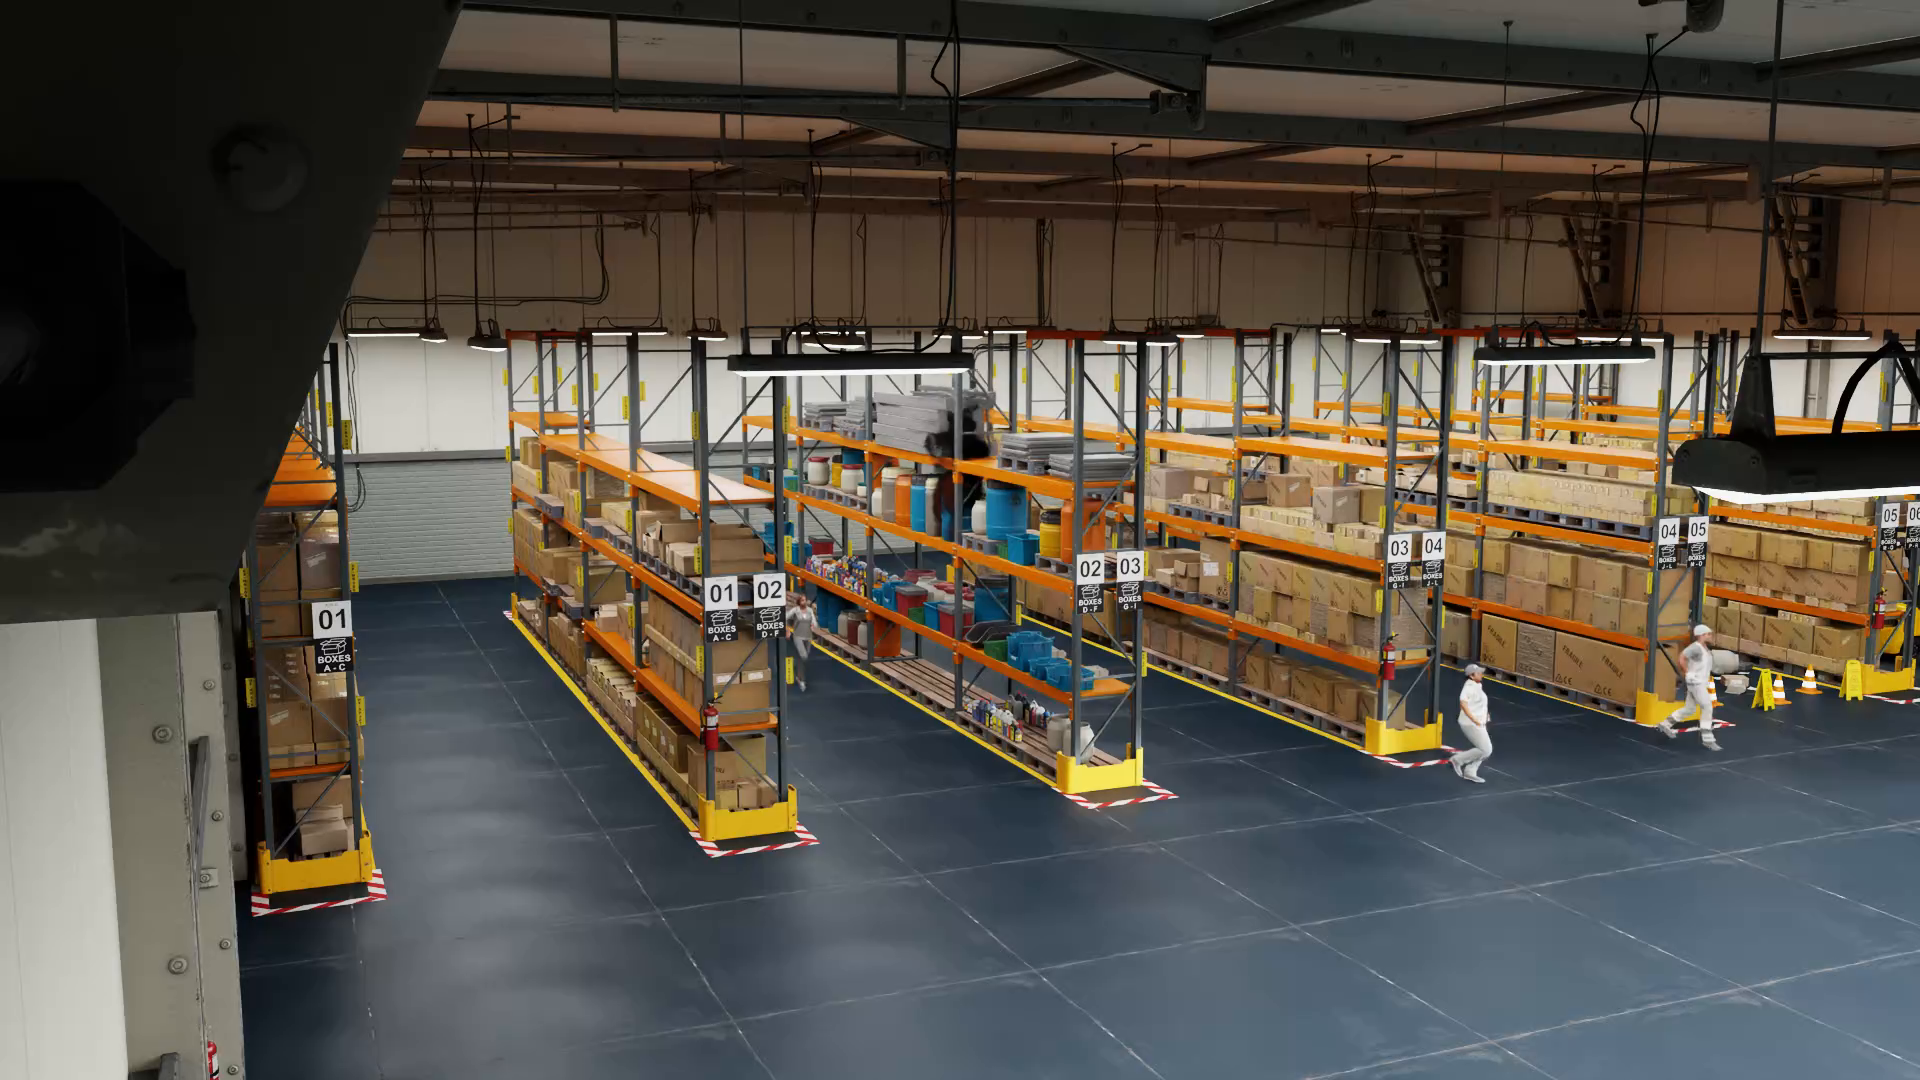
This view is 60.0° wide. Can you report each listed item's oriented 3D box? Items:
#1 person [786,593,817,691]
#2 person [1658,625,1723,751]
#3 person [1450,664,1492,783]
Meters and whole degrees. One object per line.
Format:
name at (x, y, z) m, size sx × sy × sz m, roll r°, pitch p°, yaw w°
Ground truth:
person at (-2.674, 1.729, 28.167) m, size 0.503 × 1.614 × 0.703 m, roll -5°, pitch 9°, yaw -34°
person at (10.842, 2.141, 24.491) m, size 0.906 × 1.789 × 0.694 m, roll 5°, pitch 9°, yaw 33°
person at (6.938, 2.483, 22.538) m, size 0.533 × 1.620 × 0.627 m, roll 2°, pitch 8°, yaw 16°
